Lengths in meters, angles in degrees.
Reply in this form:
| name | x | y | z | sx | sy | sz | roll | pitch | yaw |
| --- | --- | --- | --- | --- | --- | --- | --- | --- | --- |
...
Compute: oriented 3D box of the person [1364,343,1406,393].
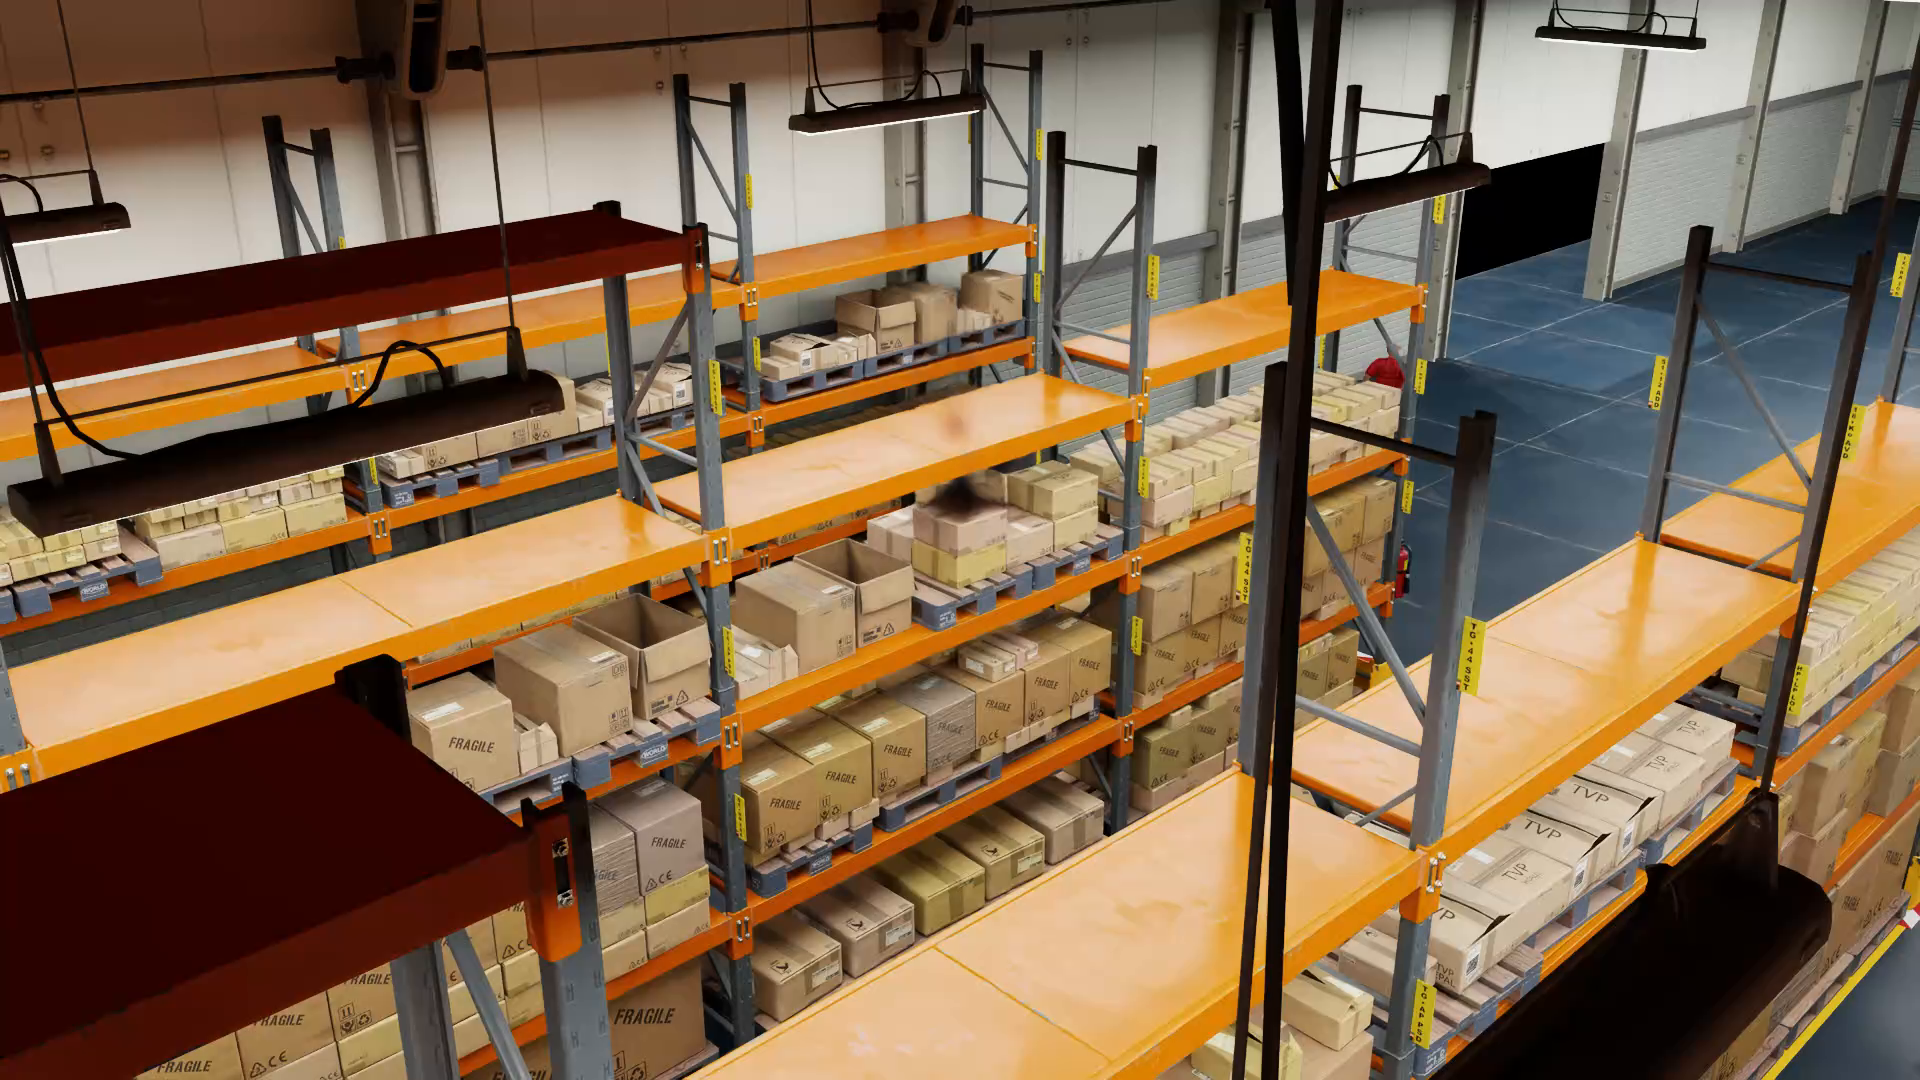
| name | x | y | z | sx | sy | sz | roll | pitch | yaw |
| --- | --- | --- | --- | --- | --- | --- | --- | --- | --- |
| person | 5.979 | -1.915 | 23.316 | 0.685 | 1.702 | 0.714 | 16 | 27 | 33 |
